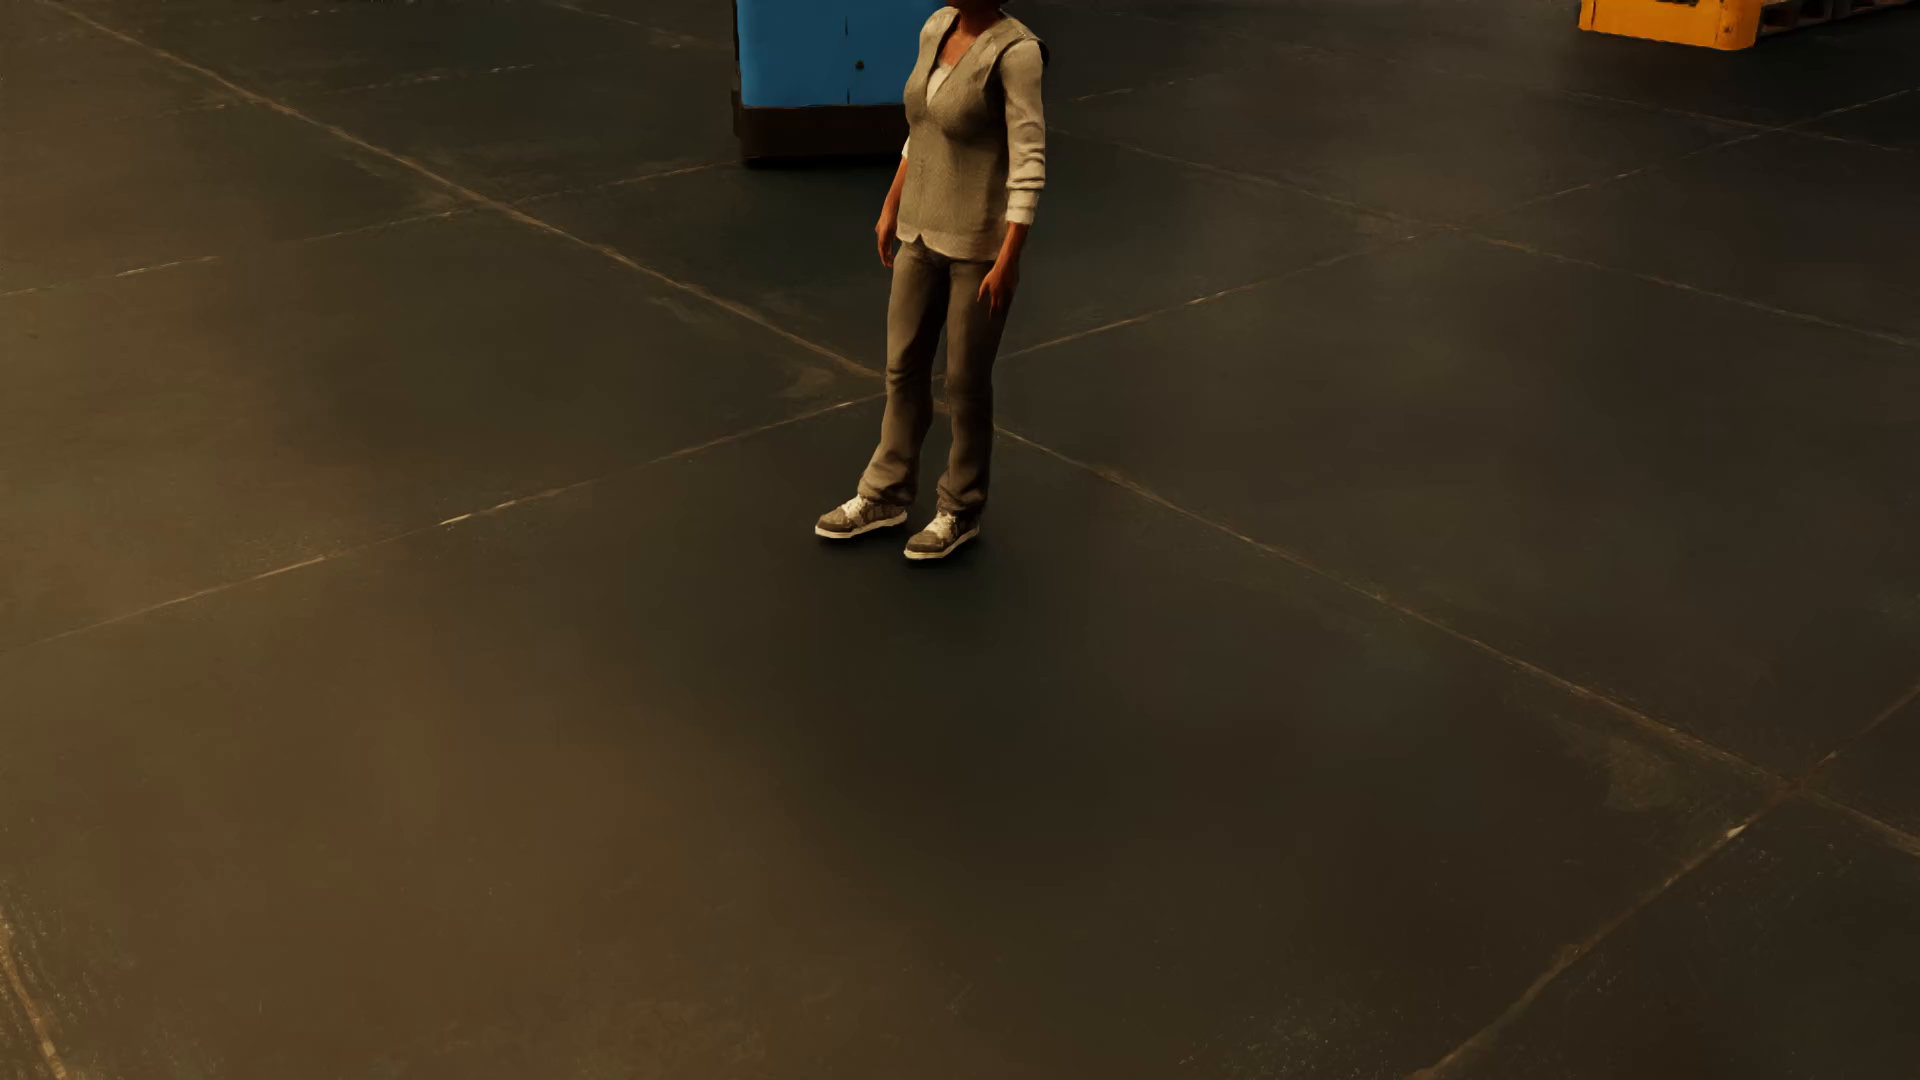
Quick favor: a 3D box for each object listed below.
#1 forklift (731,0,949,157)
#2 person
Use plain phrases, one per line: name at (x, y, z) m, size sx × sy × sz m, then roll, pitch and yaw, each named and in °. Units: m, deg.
forklift at (-0.724, -3.804, 8.871) m, size 1.130 × 2.935 × 3.031 m, roll -3°, pitch 27°, yaw -6°
person at (-0.066, -0.705, 4.110) m, size 0.474 × 1.597 × 0.521 m, roll -20°, pitch 33°, yaw -35°
